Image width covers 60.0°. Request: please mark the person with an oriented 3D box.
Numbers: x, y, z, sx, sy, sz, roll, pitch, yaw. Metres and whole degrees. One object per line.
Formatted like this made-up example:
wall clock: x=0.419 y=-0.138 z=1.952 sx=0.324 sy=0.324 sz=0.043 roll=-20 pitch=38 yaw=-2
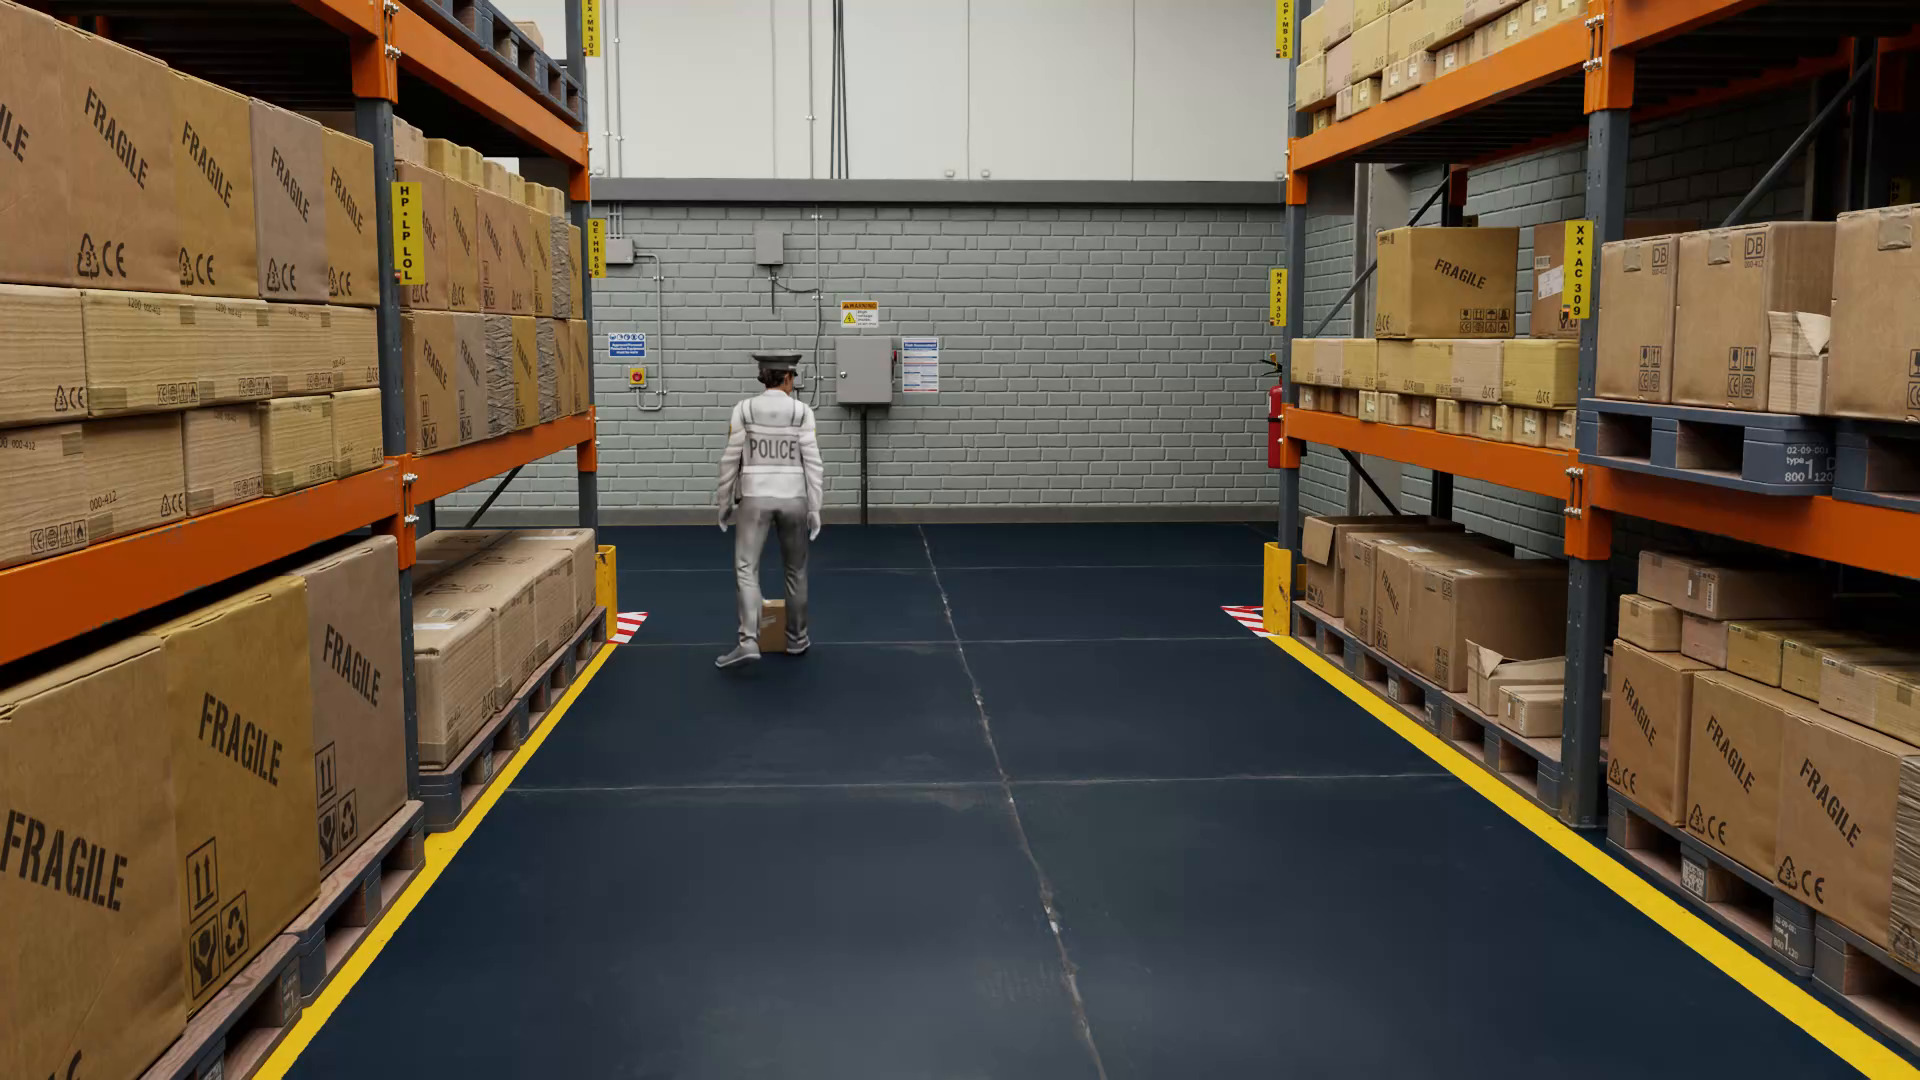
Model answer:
person: x=-1.004 y=-0.175 z=8.611 sx=0.584 sy=1.642 sz=0.867 roll=-2 pitch=7 yaw=-12
